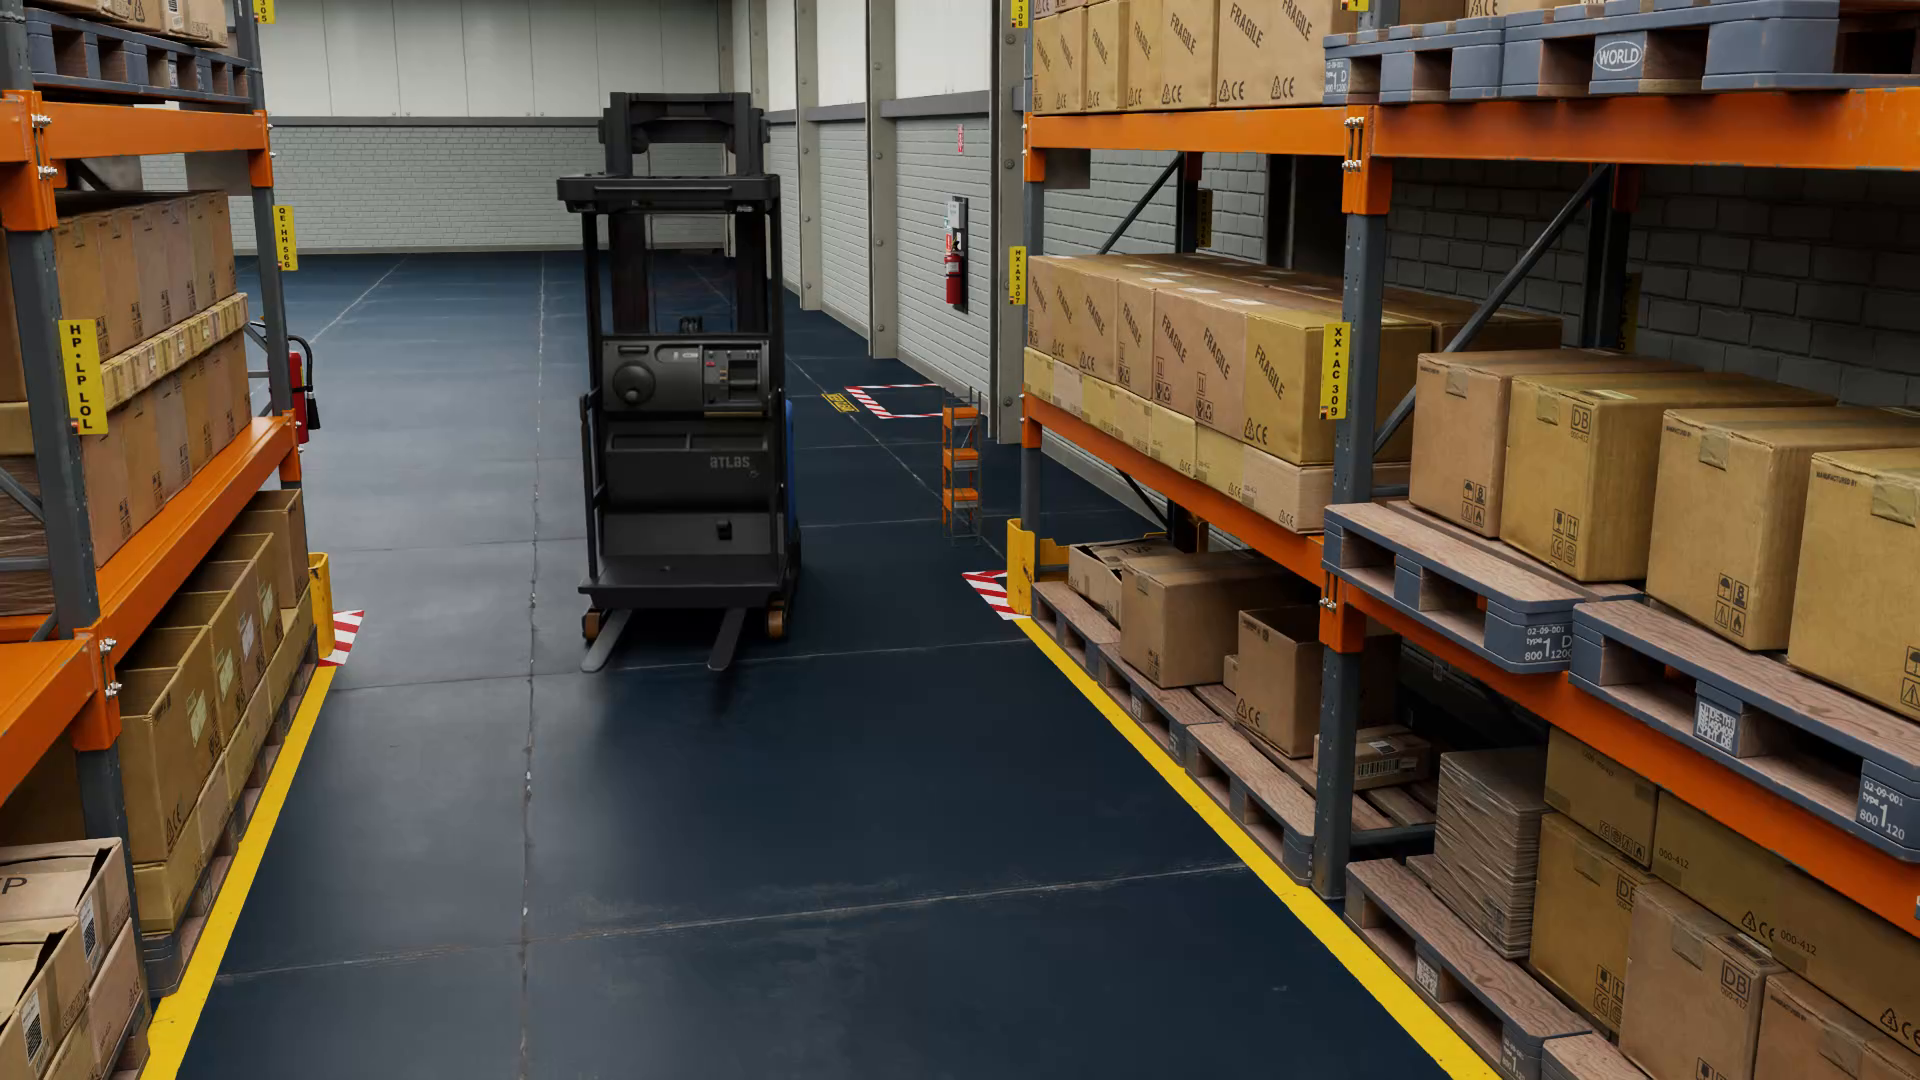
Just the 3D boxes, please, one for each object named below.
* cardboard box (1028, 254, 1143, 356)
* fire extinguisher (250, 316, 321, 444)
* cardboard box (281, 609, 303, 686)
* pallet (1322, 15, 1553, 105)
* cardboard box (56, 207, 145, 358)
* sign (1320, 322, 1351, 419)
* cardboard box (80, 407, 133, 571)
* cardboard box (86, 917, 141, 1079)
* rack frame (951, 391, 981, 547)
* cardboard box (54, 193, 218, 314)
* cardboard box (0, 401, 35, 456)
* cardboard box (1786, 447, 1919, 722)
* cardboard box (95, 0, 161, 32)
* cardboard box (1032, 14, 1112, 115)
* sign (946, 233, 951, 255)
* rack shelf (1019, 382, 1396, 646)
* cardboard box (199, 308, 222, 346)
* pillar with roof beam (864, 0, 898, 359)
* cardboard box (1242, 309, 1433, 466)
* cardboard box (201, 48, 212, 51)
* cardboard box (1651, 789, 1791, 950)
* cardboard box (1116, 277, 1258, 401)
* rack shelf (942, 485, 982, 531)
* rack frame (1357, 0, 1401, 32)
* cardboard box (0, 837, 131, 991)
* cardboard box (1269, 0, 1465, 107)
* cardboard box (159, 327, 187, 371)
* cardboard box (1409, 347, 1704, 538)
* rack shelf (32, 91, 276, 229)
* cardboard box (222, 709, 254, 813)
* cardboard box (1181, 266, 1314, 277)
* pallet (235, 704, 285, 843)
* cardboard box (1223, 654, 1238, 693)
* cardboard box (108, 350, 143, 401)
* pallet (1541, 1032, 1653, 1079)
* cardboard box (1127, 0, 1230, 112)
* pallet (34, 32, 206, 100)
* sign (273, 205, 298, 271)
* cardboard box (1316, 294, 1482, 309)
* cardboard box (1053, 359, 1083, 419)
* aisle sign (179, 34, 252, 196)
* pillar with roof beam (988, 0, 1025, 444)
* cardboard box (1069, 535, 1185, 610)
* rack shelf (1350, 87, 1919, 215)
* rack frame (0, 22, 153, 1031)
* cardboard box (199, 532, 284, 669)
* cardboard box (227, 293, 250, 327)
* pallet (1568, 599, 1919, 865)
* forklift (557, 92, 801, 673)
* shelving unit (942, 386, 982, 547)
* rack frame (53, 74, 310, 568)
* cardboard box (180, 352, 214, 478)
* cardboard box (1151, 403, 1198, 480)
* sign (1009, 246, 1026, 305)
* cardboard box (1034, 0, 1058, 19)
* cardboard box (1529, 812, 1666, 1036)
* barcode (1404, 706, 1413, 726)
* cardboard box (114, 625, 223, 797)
[{"bbox_3d":[0.677,-1.279,9.036,0.500,0.500,0.500,-3,14,-13],"label":"cardboard box"},{"bbox_3d":[-3.534,-0.843,8.722,0.296,0.674,0.183,-3,14,-13],"label":"fire extinguisher"},{"bbox_3d":[-3.415,0.526,7.863,0.500,0.250,0.500,-3,14,-13],"label":"cardboard box"},{"bbox_3d":[1.837,-1.400,4.911,1.213,0.211,1.003,-3,14,-13],"label":"pallet"},{"bbox_3d":[-3.365,-0.918,5.919,0.700,0.500,0.500,-3,14,-13],"label":"cardboard box"},{"bbox_3d":[1.270,-0.570,5.618,0.100,0.325,0.005,-3,14,-13],"label":"sign"},{"bbox_3d":[-3.259,-0.177,5.620,0.700,0.500,0.500,-3,14,-14],"label":"cardboard box"},{"bbox_3d":[-2.639,1.306,4.669,0.500,0.250,0.500,-3,14,-14],"label":"cardboard box"},{"bbox_3d":[0.041,-0.470,11.137,0.200,1.050,0.008,-3,14,-13],"label":"rack frame"},{"bbox_3d":[-3.719,-1.265,7.340,0.700,0.500,0.500,-4,14,-15],"label":"cardboard box"},{"bbox_3d":[-2.893,-0.341,4.927,0.380,0.149,0.250,-3,14,-13],"label":"cardboard box"},{"bbox_3d":[2.301,0.084,3.623,0.700,0.500,0.500,-3,14,-13],"label":"cardboard box"},{"bbox_3d":[-3.282,-2.071,5.867,0.797,0.503,0.637,-2,14,-7],"label":"cardboard box"},{"bbox_3d":[0.692,-2.529,8.886,0.500,0.500,0.500,-3,14,-12],"label":"cardboard box"},{"bbox_3d":[-0.120,-3.098,17.714,0.001,0.329,0.234,-3,14,-13],"label":"sign"},{"bbox_3d":[1.326,-0.294,7.825,1.077,0.370,4.000,-3,14,-13],"label":"rack shelf"},{"bbox_3d":[-3.503,-0.936,7.362,0.380,0.149,0.250,-3,14,-12],"label":"cardboard box"},{"bbox_3d":[-5.141,-6.434,18.802,9.100,9.000,0.400,-3,14,-13],"label":"pillar with roof beam"},{"bbox_3d":[1.384,-0.575,6.154,0.500,0.500,0.500,-3,14,-13],"label":"cardboard box"},{"bbox_3d":[-3.827,-2.474,7.517,0.797,0.503,0.637,-2,14,-9],"label":"cardboard box"},{"bbox_3d":[2.218,0.844,4.410,0.500,0.250,0.500,-4,14,-15],"label":"cardboard box"},{"bbox_3d":[1.031,-0.926,7.593,0.500,0.500,0.500,-3,14,-11],"label":"cardboard box"},{"bbox_3d":[0.013,-0.217,11.320,0.215,0.259,0.240,-3,14,-13],"label":"rack shelf"},{"bbox_3d":[1.796,-3.096,5.140,1.000,3.000,0.127,-3,14,-13],"label":"rack frame"},{"bbox_3d":[-2.644,1.032,4.611,0.500,0.311,0.500,-3,14,-13],"label":"cardboard box"},{"bbox_3d":[1.437,-1.801,5.904,0.500,0.500,0.500,-3,14,-12],"label":"cardboard box"},{"bbox_3d":[-3.316,-0.756,6.625,0.380,0.149,0.250,-3,14,-14],"label":"cardboard box"},{"bbox_3d":[1.882,-0.325,5.299,0.700,0.500,0.500,-3,14,-13],"label":"cardboard box"},{"bbox_3d":[-3.488,-1.474,6.336,1.077,0.370,4.000,-3,14,-13],"label":"rack shelf"},{"bbox_3d":[-3.057,0.872,6.448,0.500,0.250,0.500,-3,14,-13],"label":"cardboard box"},{"bbox_3d":[1.408,-1.073,8.194,0.500,0.500,0.500,-4,14,-15],"label":"cardboard box"},{"bbox_3d":[-3.454,0.982,6.964,1.003,0.211,1.213,-3,14,-13],"label":"pallet"},{"bbox_3d":[1.440,0.619,7.653,0.380,0.149,0.250,-4,14,-18],"label":"cardboard box"},{"bbox_3d":[-3.134,-0.577,5.891,0.380,0.149,0.250,-4,14,-15],"label":"cardboard box"},{"bbox_3d":[2.270,1.634,4.293,1.003,0.211,1.213,-3,14,-13],"label":"pallet"},{"bbox_3d":[1.056,-2.161,7.380,0.500,0.500,0.500,-2,14,-10],"label":"cardboard box"},{"bbox_3d":[-3.527,-1.795,6.322,1.003,0.211,1.213,-3,14,-13],"label":"pallet"},{"bbox_3d":[-3.427,-1.532,8.440,0.100,0.325,0.005,-3,14,-13],"label":"sign"},{"bbox_3d":[1.771,-0.723,6.759,0.500,0.500,0.500,-3,14,-13],"label":"cardboard box"},{"bbox_3d":[0.798,-0.792,8.624,0.500,0.250,0.500,-4,14,-15],"label":"cardboard box"},{"bbox_3d":[-3.688,-2.122,8.315,0.394,0.787,0.004,-3,14,-13],"label":"aisle sign"},{"bbox_3d":[-3.732,-5.050,13.136,9.100,9.000,0.400,-3,14,-13],"label":"pillar with roof beam"},{"bbox_3d":[0.932,0.152,9.222,0.500,0.311,0.500,-5,15,-20],"label":"cardboard box"},{"bbox_3d":[2.266,-0.828,3.692,1.077,0.370,4.000,-3,14,-13],"label":"rack shelf"},{"bbox_3d":[-3.018,0.095,4.718,1.000,3.000,0.127,-3,14,-13],"label":"rack frame"},{"bbox_3d":[-3.293,0.277,7.303,0.500,0.500,0.500,-3,14,-13],"label":"cardboard box"},{"bbox_3d":[-3.683,-1.114,8.089,0.380,0.149,0.250,-4,14,-14],"label":"cardboard box"},{"bbox_3d":[2.231,0.380,3.957,1.003,0.211,1.213,-3,14,-13],"label":"pallet"},{"bbox_3d":[-1.521,-0.942,9.108,1.130,2.935,3.031,-1,14,-2],"label":"forklift"},{"bbox_3d":[0.013,-0.498,11.252,0.215,1.050,0.252,-3,14,-13],"label":"shelving unit"},{"bbox_3d":[-3.958,-0.828,8.495,1.000,3.000,0.127,-3,14,-13],"label":"rack frame"},{"bbox_3d":[-3.621,-0.532,7.074,0.700,0.500,0.500,-3,14,-13],"label":"cardboard box"},{"bbox_3d":[1.148,-0.442,7.189,0.500,0.250,0.500,-3,14,-13],"label":"cardboard box"},{"bbox_3d":[0.329,-1.495,9.402,0.100,0.325,0.005,-3,14,-13],"label":"sign"},{"bbox_3d":[0.711,-3.003,8.721,0.500,0.500,0.500,-4,14,-17],"label":"cardboard box"},{"bbox_3d":[2.155,1.104,4.928,0.700,0.500,0.500,-4,14,-14],"label":"cardboard box"},{"bbox_3d":[1.888,0.742,7.000,0.001,0.075,0.075,-3,14,-13],"label":"barcode"},{"bbox_3d":[-2.948,0.623,5.885,0.500,0.500,0.500,-3,14,-13],"label":"cardboard box"}]
